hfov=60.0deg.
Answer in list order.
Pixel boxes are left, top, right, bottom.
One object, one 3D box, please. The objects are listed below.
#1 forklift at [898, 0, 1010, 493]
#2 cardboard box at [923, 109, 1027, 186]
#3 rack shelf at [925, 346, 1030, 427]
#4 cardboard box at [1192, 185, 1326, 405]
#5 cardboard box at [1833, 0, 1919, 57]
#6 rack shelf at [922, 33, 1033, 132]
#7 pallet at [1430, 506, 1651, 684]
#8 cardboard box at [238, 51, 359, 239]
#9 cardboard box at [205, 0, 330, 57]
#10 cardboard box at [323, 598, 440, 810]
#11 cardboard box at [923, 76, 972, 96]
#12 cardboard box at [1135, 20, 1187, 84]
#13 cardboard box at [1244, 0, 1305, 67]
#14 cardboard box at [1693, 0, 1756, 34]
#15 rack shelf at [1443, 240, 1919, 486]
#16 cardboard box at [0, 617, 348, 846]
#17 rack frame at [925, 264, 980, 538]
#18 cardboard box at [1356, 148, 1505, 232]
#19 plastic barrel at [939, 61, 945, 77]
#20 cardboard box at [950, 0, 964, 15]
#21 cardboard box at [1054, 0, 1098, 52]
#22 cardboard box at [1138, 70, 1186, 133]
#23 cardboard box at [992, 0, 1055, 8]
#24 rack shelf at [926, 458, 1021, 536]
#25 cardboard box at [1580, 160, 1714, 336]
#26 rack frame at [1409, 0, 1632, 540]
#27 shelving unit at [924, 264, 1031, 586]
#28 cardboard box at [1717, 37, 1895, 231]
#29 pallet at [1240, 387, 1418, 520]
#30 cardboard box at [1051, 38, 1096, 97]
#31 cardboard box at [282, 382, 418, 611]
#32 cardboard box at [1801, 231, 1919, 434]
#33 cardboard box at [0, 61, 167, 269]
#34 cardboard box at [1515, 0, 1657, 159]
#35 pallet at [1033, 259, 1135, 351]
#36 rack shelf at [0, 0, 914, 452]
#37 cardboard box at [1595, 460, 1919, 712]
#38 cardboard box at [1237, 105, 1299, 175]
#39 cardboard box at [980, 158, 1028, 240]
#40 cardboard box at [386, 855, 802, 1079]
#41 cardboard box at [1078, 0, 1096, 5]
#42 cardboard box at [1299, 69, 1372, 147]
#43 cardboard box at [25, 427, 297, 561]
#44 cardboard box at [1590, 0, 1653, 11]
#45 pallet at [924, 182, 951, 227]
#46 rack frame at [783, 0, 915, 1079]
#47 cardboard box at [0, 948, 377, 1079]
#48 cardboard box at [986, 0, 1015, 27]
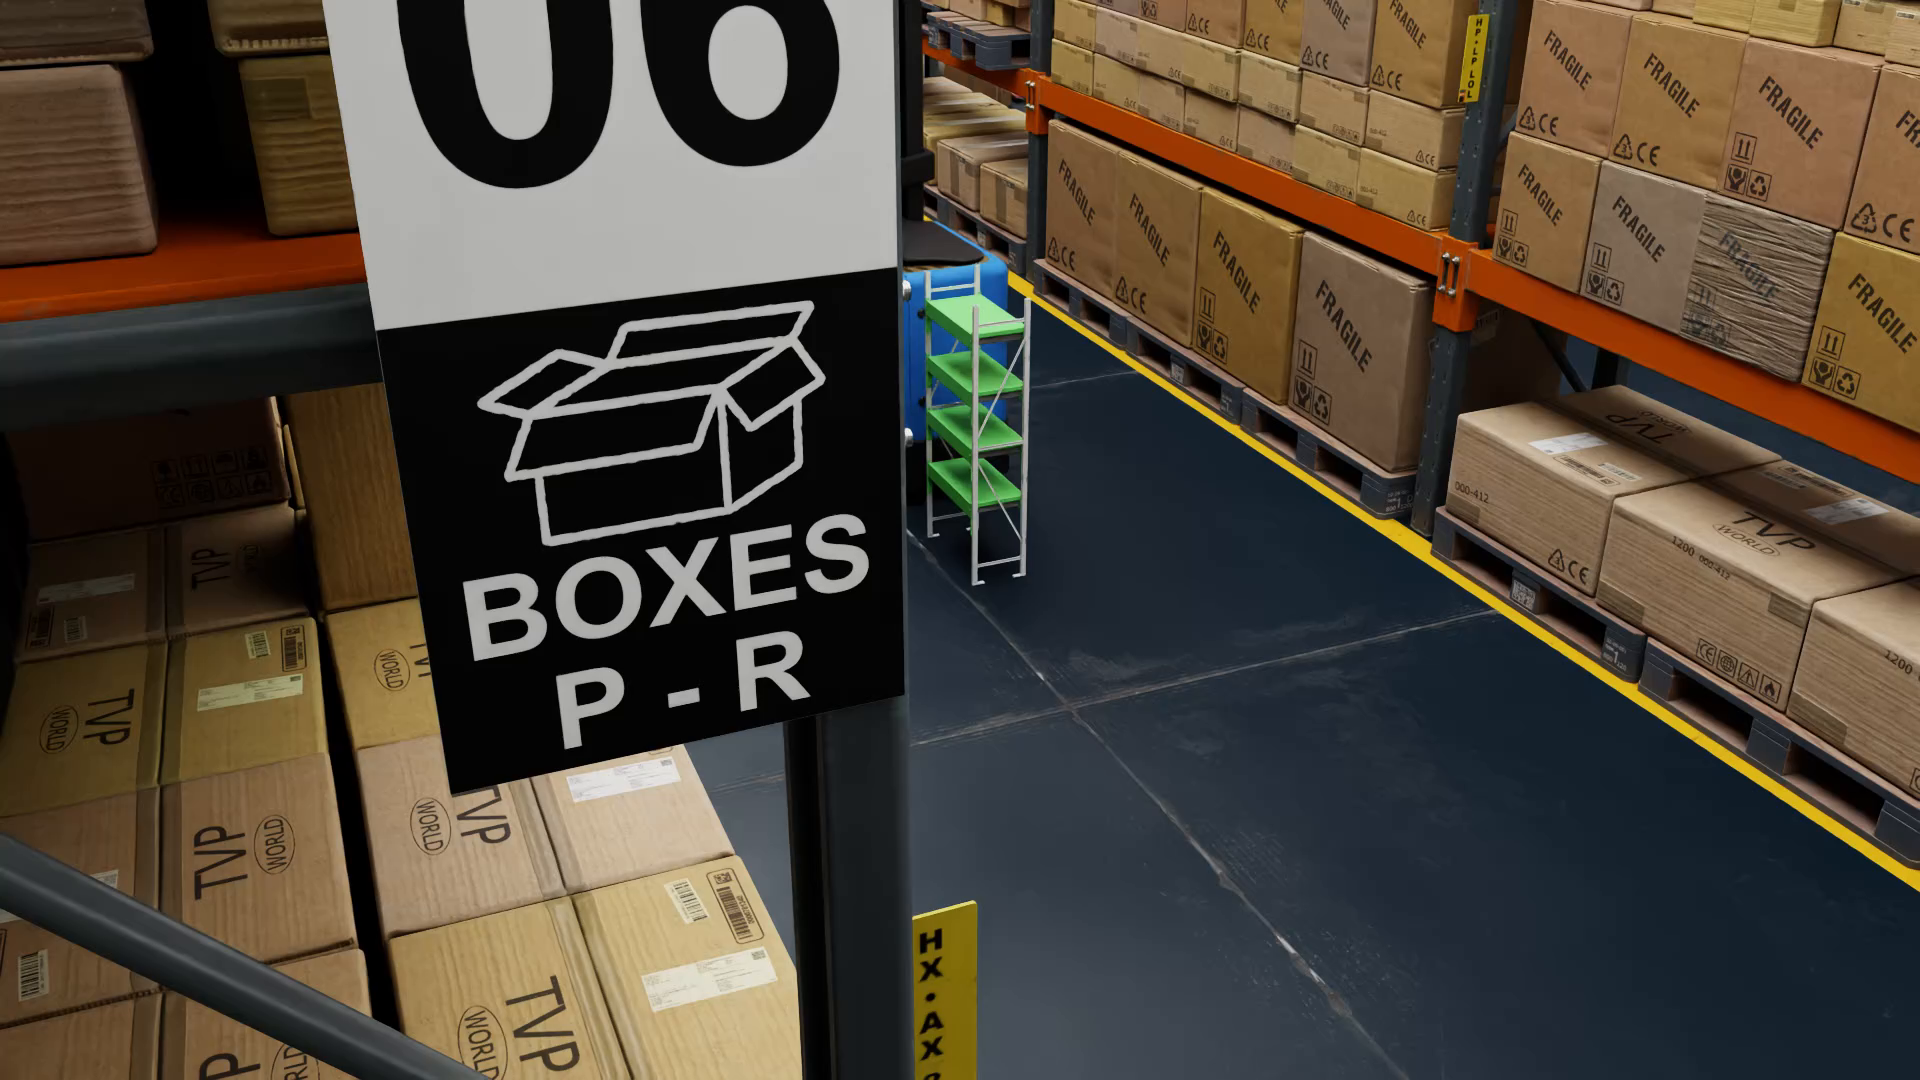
[{"bbox_3d":[-0.839,-2.074,8.157,1.130,2.935,3.031,-11,28,-22],"label":"forklift"},{"bbox_3d":[0.104,-2.917,12.321,0.950,0.372,0.625,-10,28,-19],"label":"cardboard box"},{"bbox_3d":[0.065,-0.631,6.773,0.258,0.148,0.480,-11,28,-21],"label":"rack shelf"},{"bbox_3d":[1.794,-1.294,8.425,0.875,0.875,0.875,-10,28,-19],"label":"cardboard box"},{"bbox_3d":[2.902,-1.567,5.048,0.380,0.149,0.250,-11,28,-21],"label":"cardboard box"},{"bbox_3d":[0.121,-3.559,11.941,1.077,0.370,4.000,-11,28,-21],"label":"rack shelf"},{"bbox_3d":[2.697,0.113,6.778,1.003,0.211,1.213,-11,28,-21],"label":"pallet"},{"bbox_3d":[-0.439,-0.395,1.507,0.380,0.149,0.250,-10,28,-20],"label":"cardboard box"},{"bbox_3d":[-0.450,-0.632,1.538,0.500,0.250,0.500,-11,28,-21],"label":"cardboard box"},{"bbox_3d":[-0.857,0.305,3.037,0.500,0.250,0.500,-11,28,-22],"label":"cardboard box"},{"bbox_3d":[-0.454,-3.487,13.489,0.950,0.372,0.625,-10,28,-20],"label":"cardboard box"},{"bbox_3d":[1.261,-2.573,8.703,0.500,0.250,0.500,-11,28,-21],"label":"cardboard box"},{"bbox_3d":[1.675,-2.508,7.713,0.500,0.500,0.500,-10,28,-19],"label":"cardboard box"},{"bbox_3d":[2.651,-1.767,5.456,0.380,0.149,0.250,-11,28,-21],"label":"cardboard box"},{"bbox_3d":[3.254,-0.330,5.326,1.077,0.370,4.000,-11,28,-21],"label":"rack shelf"},{"bbox_3d":[-1.343,0.393,2.858,0.500,0.250,0.500,-10,28,-19],"label":"cardboard box"},{"bbox_3d":[-0.031,-0.571,7.052,0.240,1.200,0.015,-11,28,-21],"label":"rack frame"},{"bbox_3d":[2.064,-1.531,7.137,0.500,0.250,0.500,-11,28,-22],"label":"cardboard box"},{"bbox_3d":[-0.026,-4.573,16.135,0.512,0.421,0.421,8,27,15],"label":"plastic barrel"},{"bbox_3d":[0.157,-3.536,10.881,0.380,0.149,0.250,-12,28,-23],"label":"cardboard box"},{"bbox_3d":[0.876,-2.985,9.547,0.500,0.250,0.500,-11,28,-21],"label":"cardboard box"},{"bbox_3d":[1.282,-2.350,8.815,0.500,0.250,0.500,-10,28,-19],"label":"cardboard box"},{"bbox_3d":[0.471,-3.578,10.228,0.500,0.500,0.500,-11,28,-22],"label":"cardboard box"},{"bbox_3d":[0.065,-0.199,6.983,0.258,0.148,0.480,-11,28,-21],"label":"rack shelf"},{"bbox_3d":[2.607,-1.067,5.903,0.500,0.500,0.500,-10,28,-20],"label":"cardboard box"},{"bbox_3d":[2.471,-1.460,6.822,1.000,3.000,0.127,-11,28,-21],"label":"rack frame"},{"bbox_3d":[0.065,-0.472,6.850,0.258,1.200,0.503,-11,28,-21],"label":"shelving unit"},{"bbox_3d":[2.817,-1.307,5.255,0.500,0.500,0.500,-10,28,-20],"label":"cardboard box"},{"bbox_3d":[2.100,-0.506,8.046,1.003,0.211,1.213,-11,28,-21],"label":"pallet"},{"bbox_3d":[0.865,-2.767,9.669,0.500,0.250,0.500,-11,28,-21],"label":"cardboard box"},{"bbox_3d":[-1.046,-0.229,3.278,0.500,0.500,0.500,-10,28,-19],"label":"cardboard box"},{"bbox_3d":[2.998,-0.657,5.063,0.500,0.500,0.500,-10,28,-19],"label":"cardboard box"},{"bbox_3d":[-0.866,-0.316,1.345,0.380,0.149,0.250,-10,28,-19],"label":"cardboard box"},{"bbox_3d":[2.435,-1.721,6.102,0.500,0.500,0.500,-10,28,-20],"label":"cardboard box"},{"bbox_3d":[1.144,-1.491,10.063,1.003,0.211,1.213,-11,28,-21],"label":"pallet"},{"bbox_3d":[-1.311,-0.823,2.918,1.077,0.370,4.000,-11,28,-21],"label":"rack shelf"},{"bbox_3d":[2.969,0.135,5.995,0.875,0.438,0.875,-11,28,-22],"label":"cardboard box"},{"bbox_3d":[1.685,-1.944,7.983,0.500,0.250,0.500,-11,28,-22],"label":"cardboard box"},{"bbox_3d":[0.693,-2.313,11.085,0.950,0.372,0.625,-13,29,-24],"label":"cardboard box"},{"bbox_3d":[-0.458,0.713,2.203,0.500,0.250,0.500,-10,28,-20],"label":"cardboard box"},{"bbox_3d":[0.873,-3.328,9.394,0.500,0.500,0.500,-12,28,-22],"label":"cardboard box"},{"bbox_3d":[1.872,-1.954,7.435,0.500,0.250,0.500,-10,28,-19],"label":"cardboard box"},{"bbox_3d":[-1.746,-0.016,3.696,0.500,0.250,0.500,-10,28,-19],"label":"cardboard box"},{"bbox_3d":[2.471,-1.973,5.880,0.380,0.149,0.250,-10,28,-20],"label":"cardboard box"},{"bbox_3d":[0.126,-2.630,12.395,1.003,0.211,1.213,-11,28,-21],"label":"pallet"},{"bbox_3d":[-0.528,1.009,1.765,1.000,3.000,0.127,-11,28,-21],"label":"rack frame"},{"bbox_3d":[-0.952,0.802,2.020,0.500,0.250,0.500,-10,28,-19],"label":"cardboard box"},{"bbox_3d":[0.388,-3.339,10.477,0.380,0.149,0.250,-10,28,-20],"label":"cardboard box"}]
